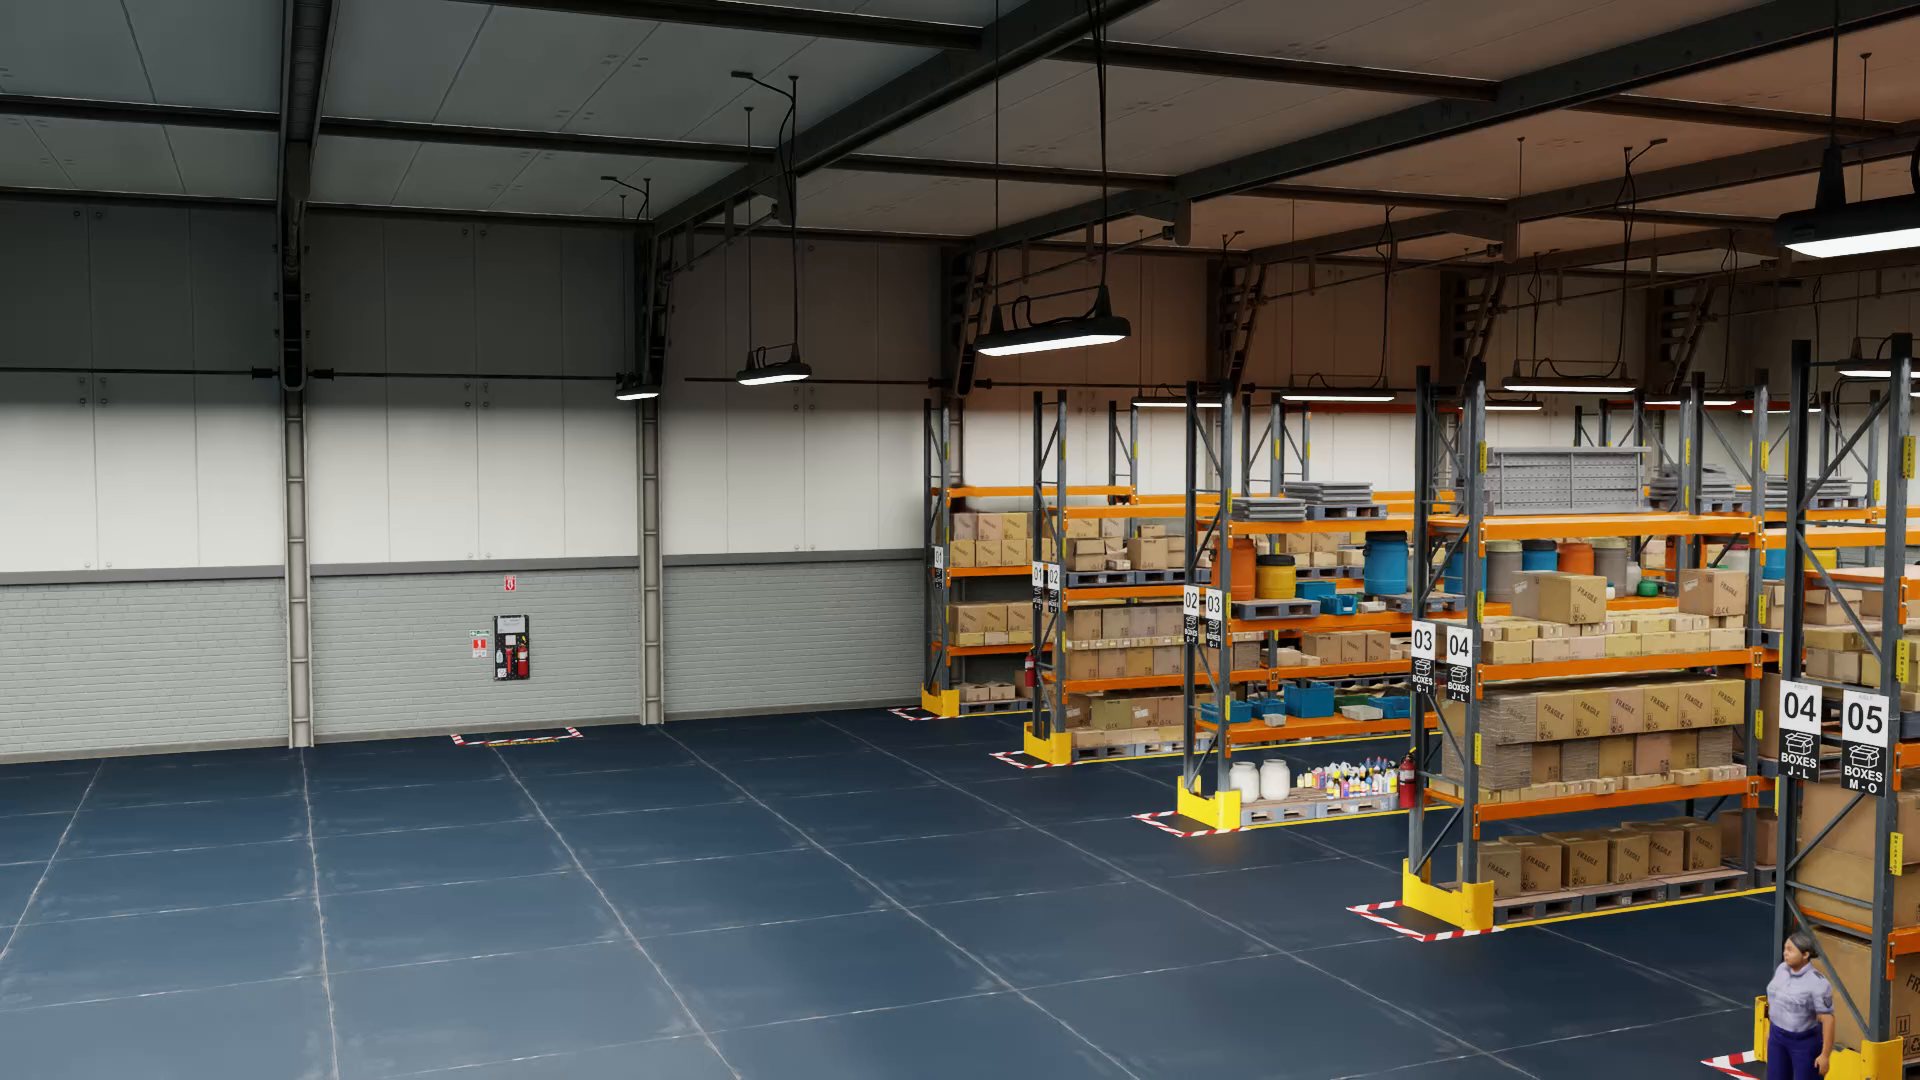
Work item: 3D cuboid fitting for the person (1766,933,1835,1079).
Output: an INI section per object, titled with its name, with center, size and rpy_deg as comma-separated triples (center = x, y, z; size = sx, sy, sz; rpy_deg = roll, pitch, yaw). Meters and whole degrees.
[person]
center = 6.038, 3.637, 11.976
size = 0.369, 1.653, 0.550
rpy_deg = -1, 4, -19
